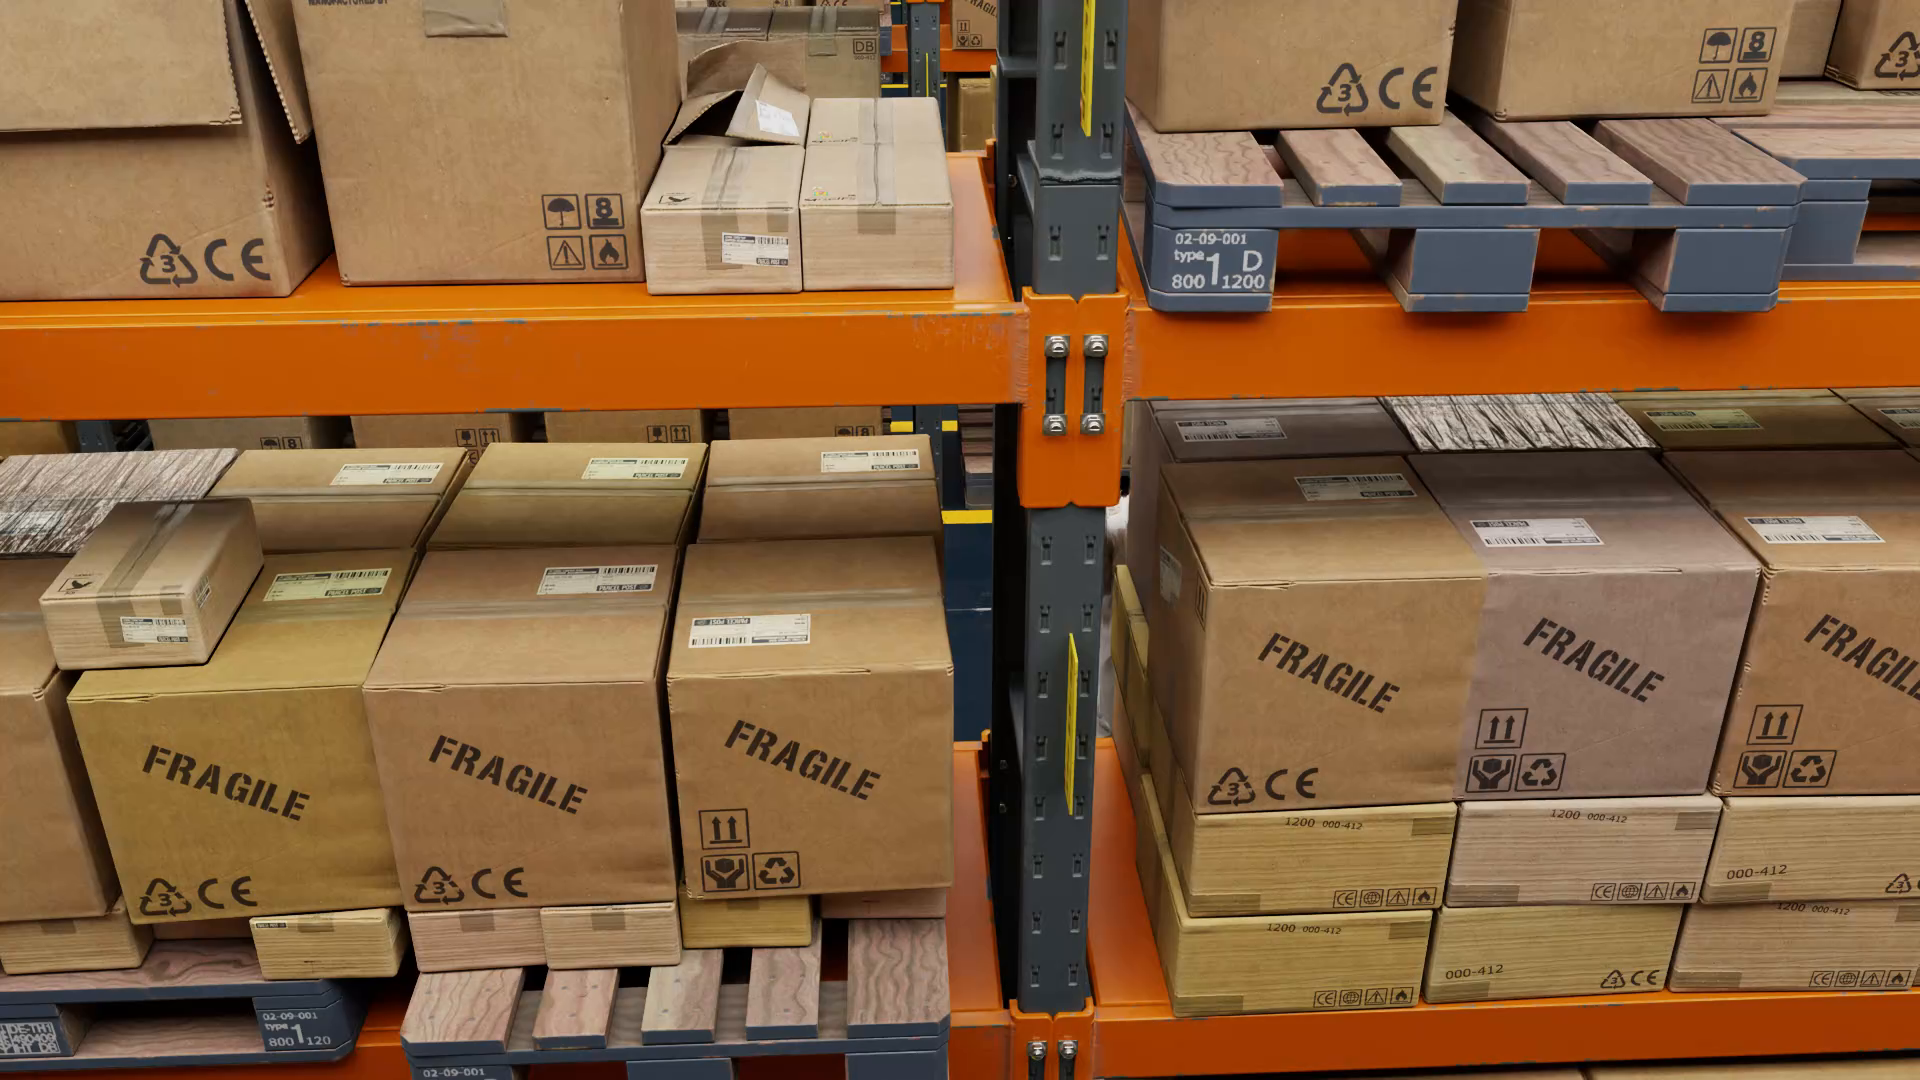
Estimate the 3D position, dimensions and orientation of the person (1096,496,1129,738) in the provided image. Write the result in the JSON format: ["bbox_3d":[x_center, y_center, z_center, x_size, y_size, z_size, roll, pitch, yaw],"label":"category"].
[{"bbox_3d":[0.647,0.382,5.637,0.579,1.528,0.690,-1,27,-2],"label":"person"}]
